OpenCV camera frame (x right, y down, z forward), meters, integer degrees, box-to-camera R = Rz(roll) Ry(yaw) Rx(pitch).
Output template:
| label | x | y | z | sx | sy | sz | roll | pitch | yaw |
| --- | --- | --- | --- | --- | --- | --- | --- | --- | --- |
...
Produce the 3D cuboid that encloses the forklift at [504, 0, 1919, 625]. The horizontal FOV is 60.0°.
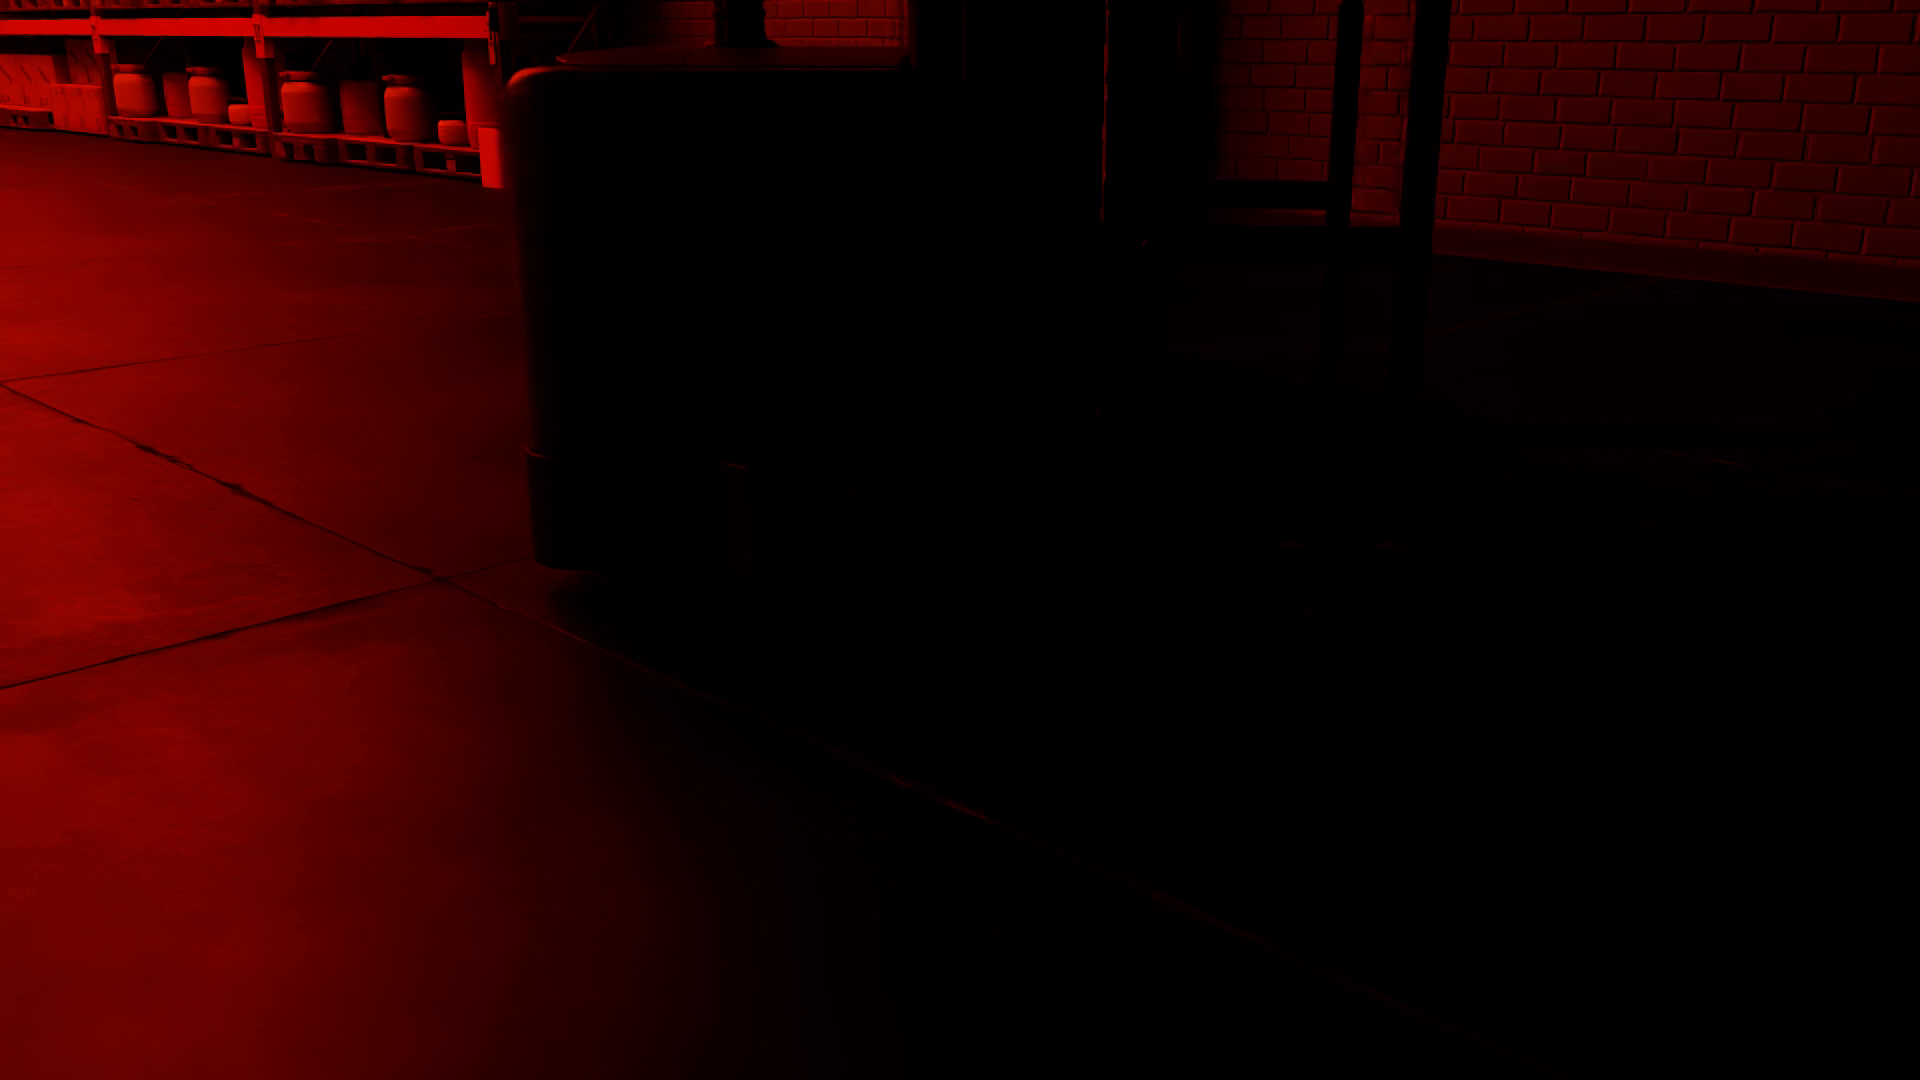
| label | x | y | z | sx | sy | sz | roll | pitch | yaw |
| --- | --- | --- | --- | --- | --- | --- | --- | --- | --- |
| forklift | 0.635 | -1.393 | 3.438 | 3.031 | 2.935 | 1.130 | 1 | 17 | 4 |
